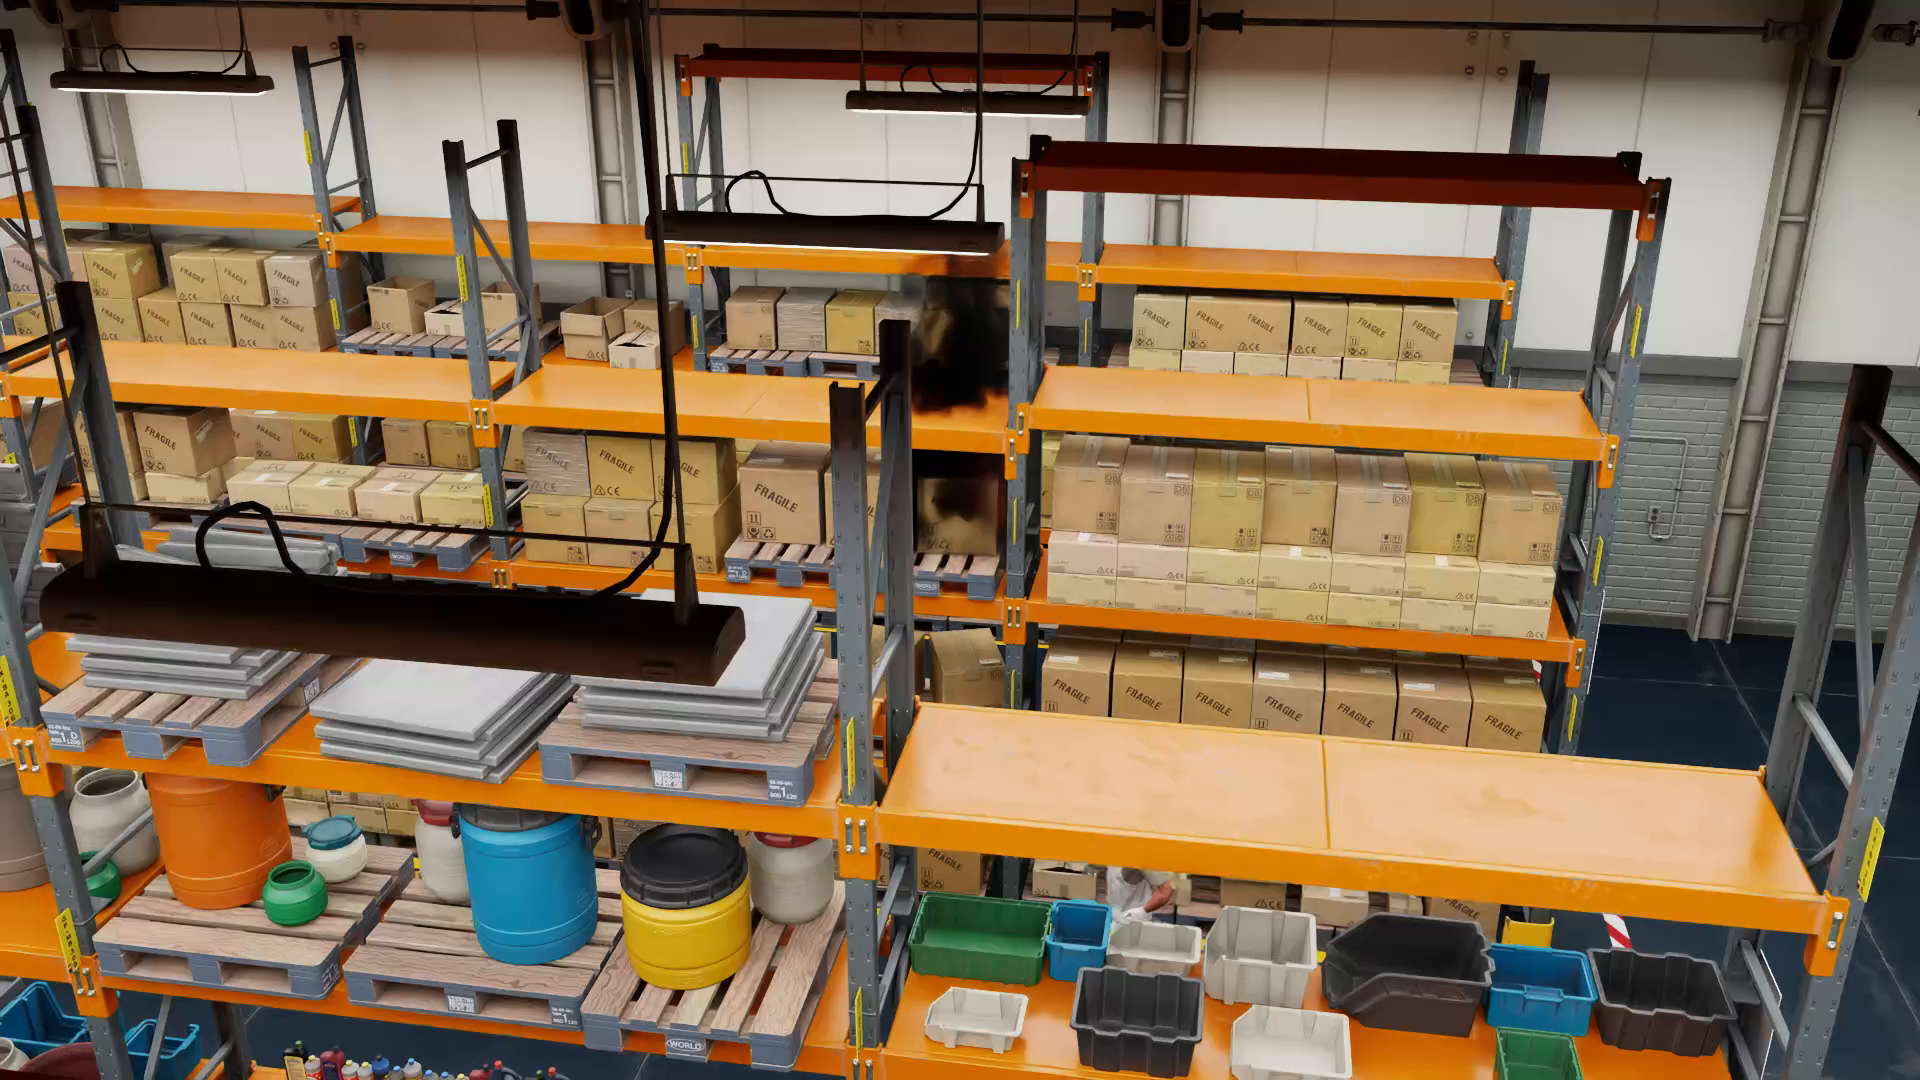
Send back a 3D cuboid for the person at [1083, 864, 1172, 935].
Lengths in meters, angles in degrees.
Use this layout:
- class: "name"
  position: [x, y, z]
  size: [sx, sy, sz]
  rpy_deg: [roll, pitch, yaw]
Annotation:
- class: "person"
  position: [1.160, 2.536, 11.363]
  size: [0.864, 1.816, 0.637]
  rpy_deg: [1, 23, 2]
